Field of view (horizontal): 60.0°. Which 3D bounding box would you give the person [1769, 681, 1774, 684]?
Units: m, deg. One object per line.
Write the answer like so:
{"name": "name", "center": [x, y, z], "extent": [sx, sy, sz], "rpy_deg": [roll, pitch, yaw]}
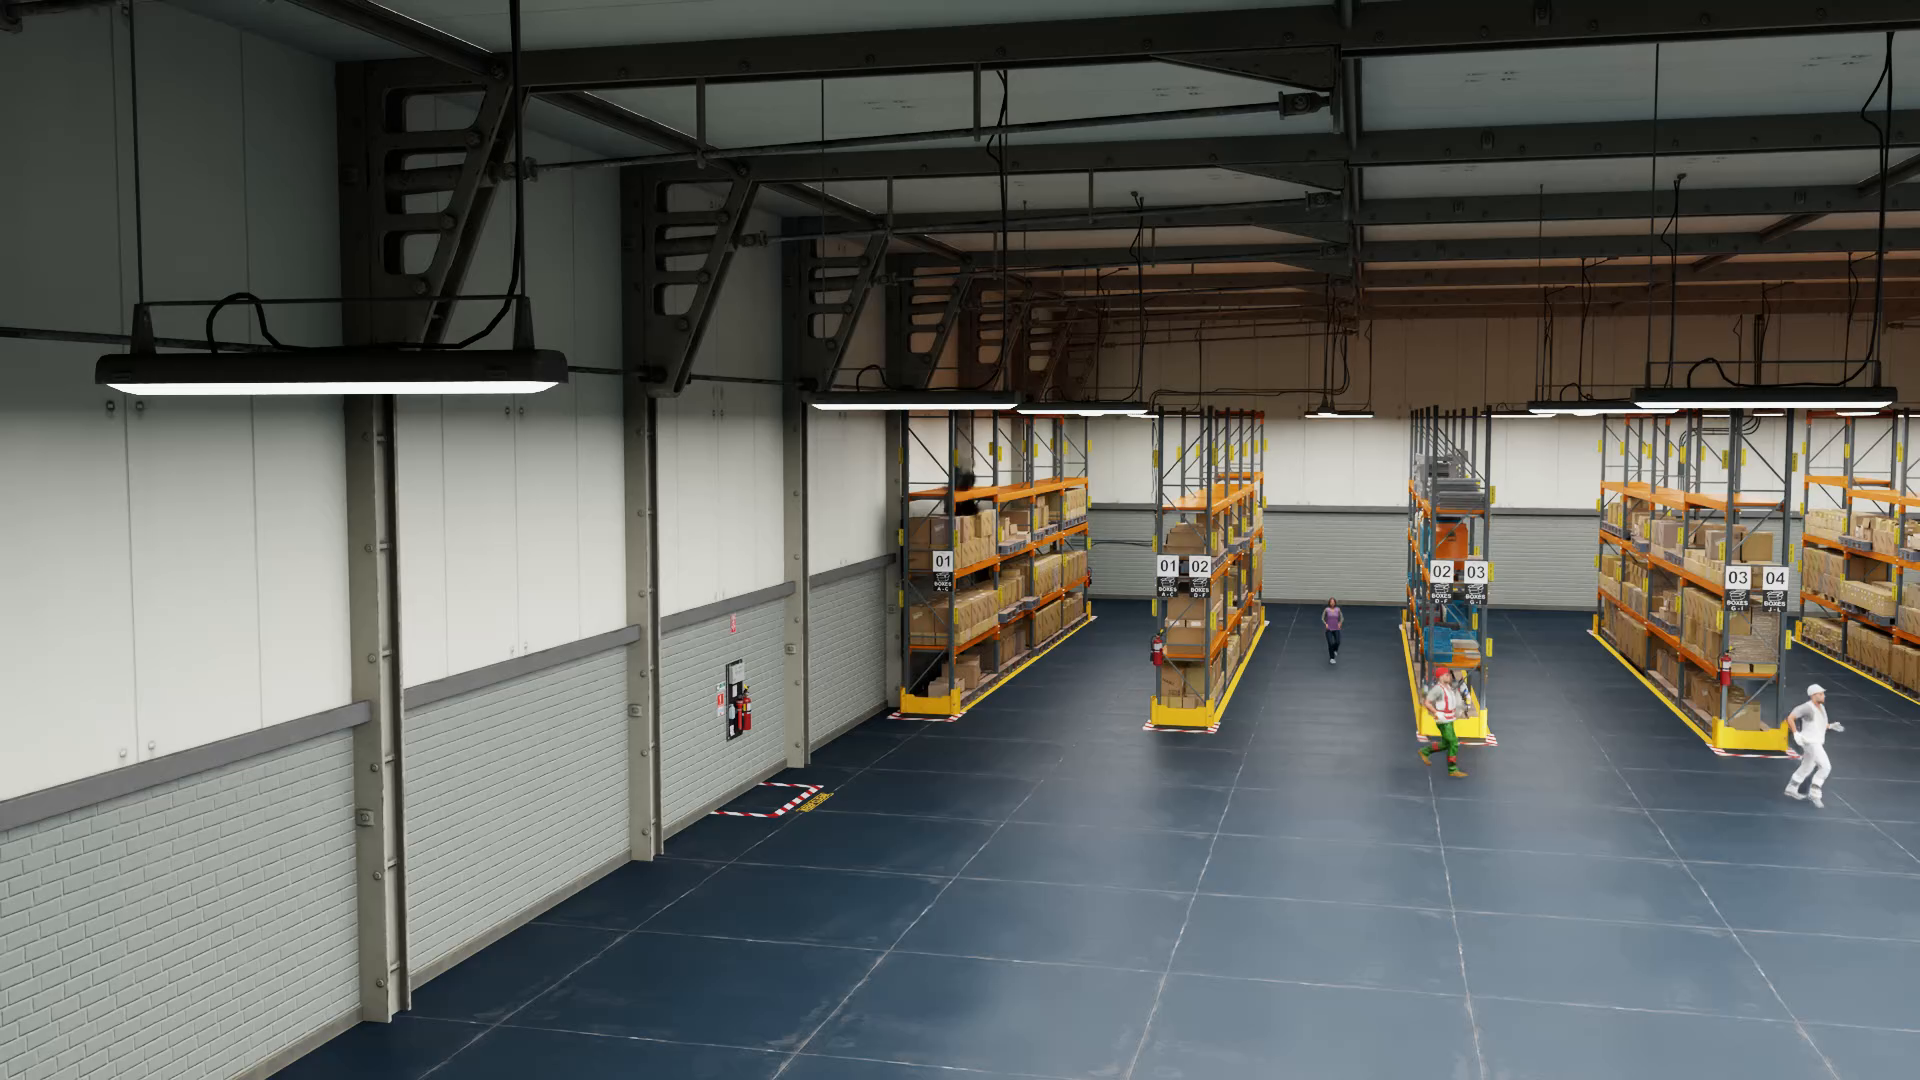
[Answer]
{"name": "person", "center": [17.628, 2.188, 36.577], "extent": [0.701, 1.808, 0.985], "rpy_deg": [0, 4, 6]}

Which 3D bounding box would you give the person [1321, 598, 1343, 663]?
{"name": "person", "center": [8.786, 2.132, 39.219], "extent": [0.512, 1.554, 0.530], "rpy_deg": [1, 4, 7]}

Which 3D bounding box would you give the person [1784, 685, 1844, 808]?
{"name": "person", "center": [12.729, 3.063, 24.801], "extent": [0.767, 1.834, 0.637], "rpy_deg": [4, 6, 43]}

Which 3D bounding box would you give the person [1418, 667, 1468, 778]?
{"name": "person", "center": [7.776, 2.921, 26.803], "extent": [0.868, 1.760, 0.668], "rpy_deg": [3, 5, 37]}
